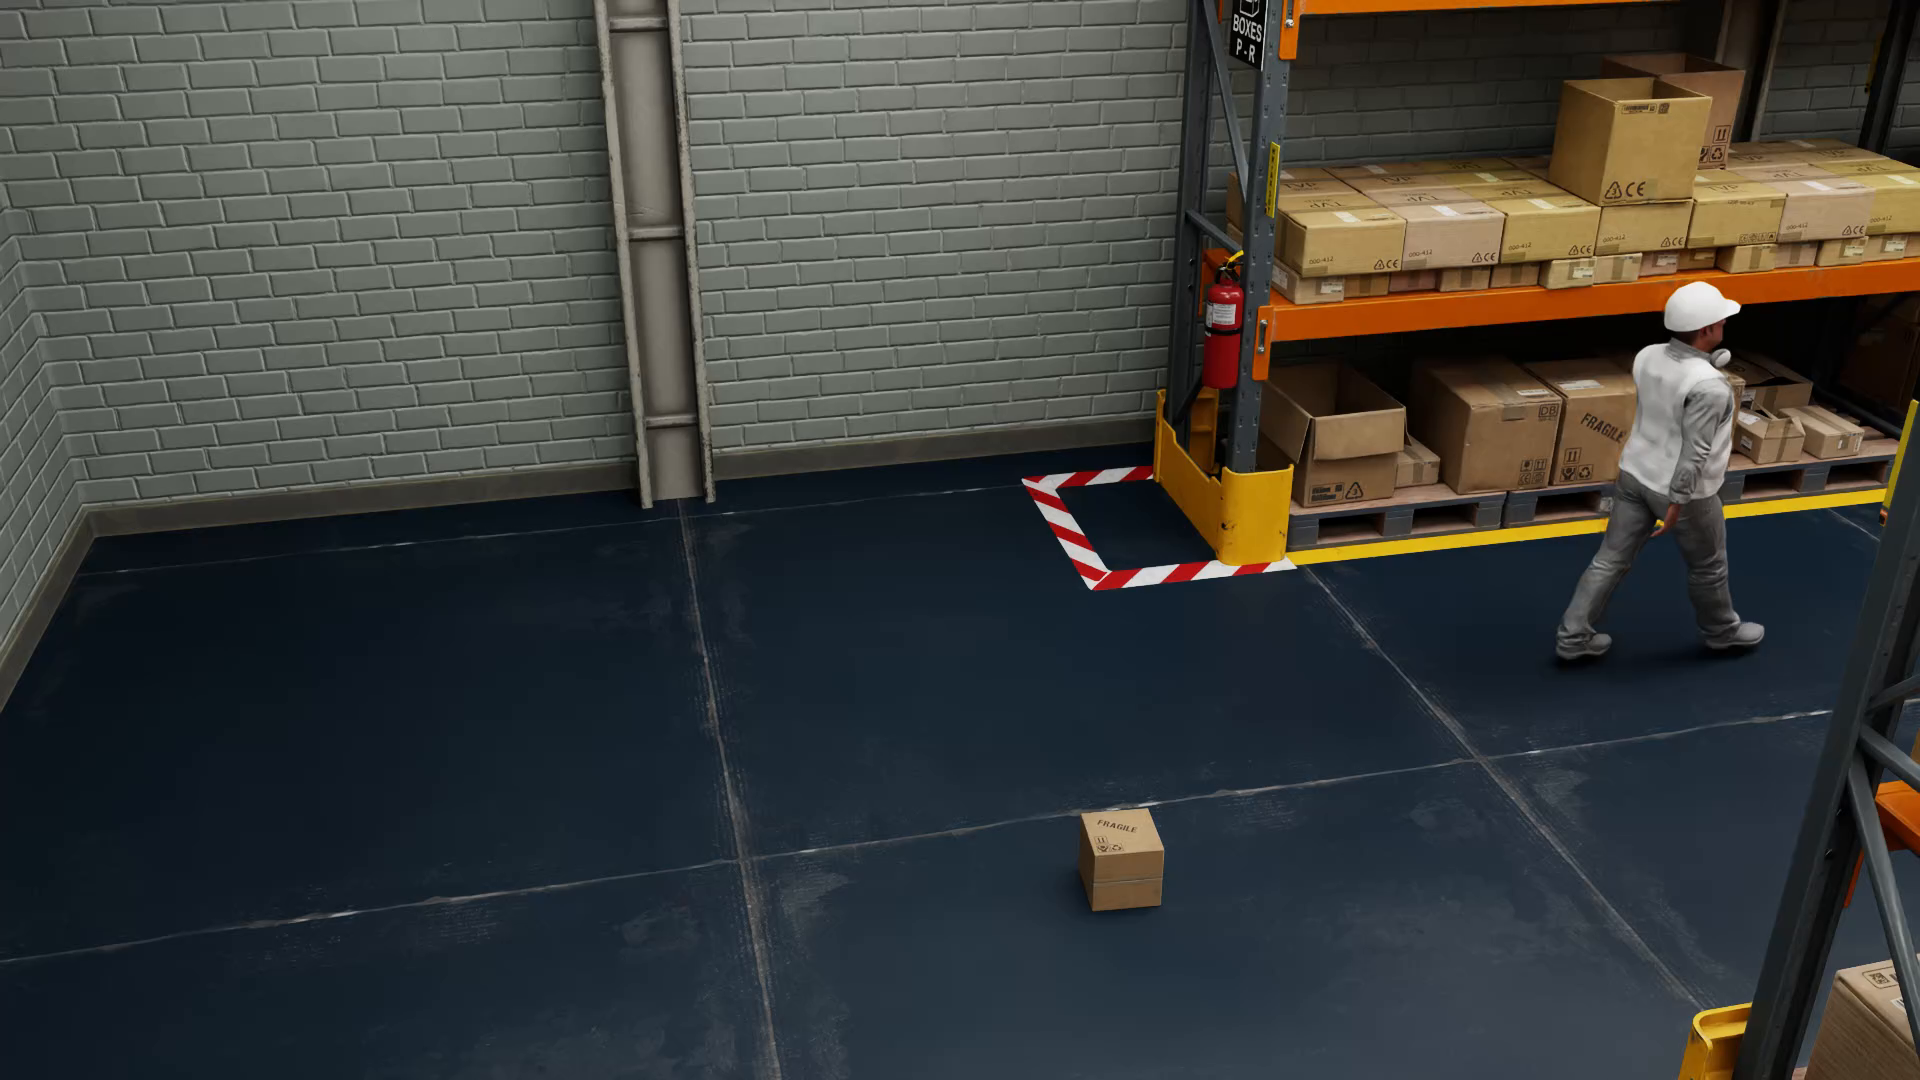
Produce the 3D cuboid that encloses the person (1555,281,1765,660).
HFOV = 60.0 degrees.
[{"bbox_3d":[3.124,-0.299,7.152,1.014,1.713,0.543,-10,28,-19],"label":"person"}]
